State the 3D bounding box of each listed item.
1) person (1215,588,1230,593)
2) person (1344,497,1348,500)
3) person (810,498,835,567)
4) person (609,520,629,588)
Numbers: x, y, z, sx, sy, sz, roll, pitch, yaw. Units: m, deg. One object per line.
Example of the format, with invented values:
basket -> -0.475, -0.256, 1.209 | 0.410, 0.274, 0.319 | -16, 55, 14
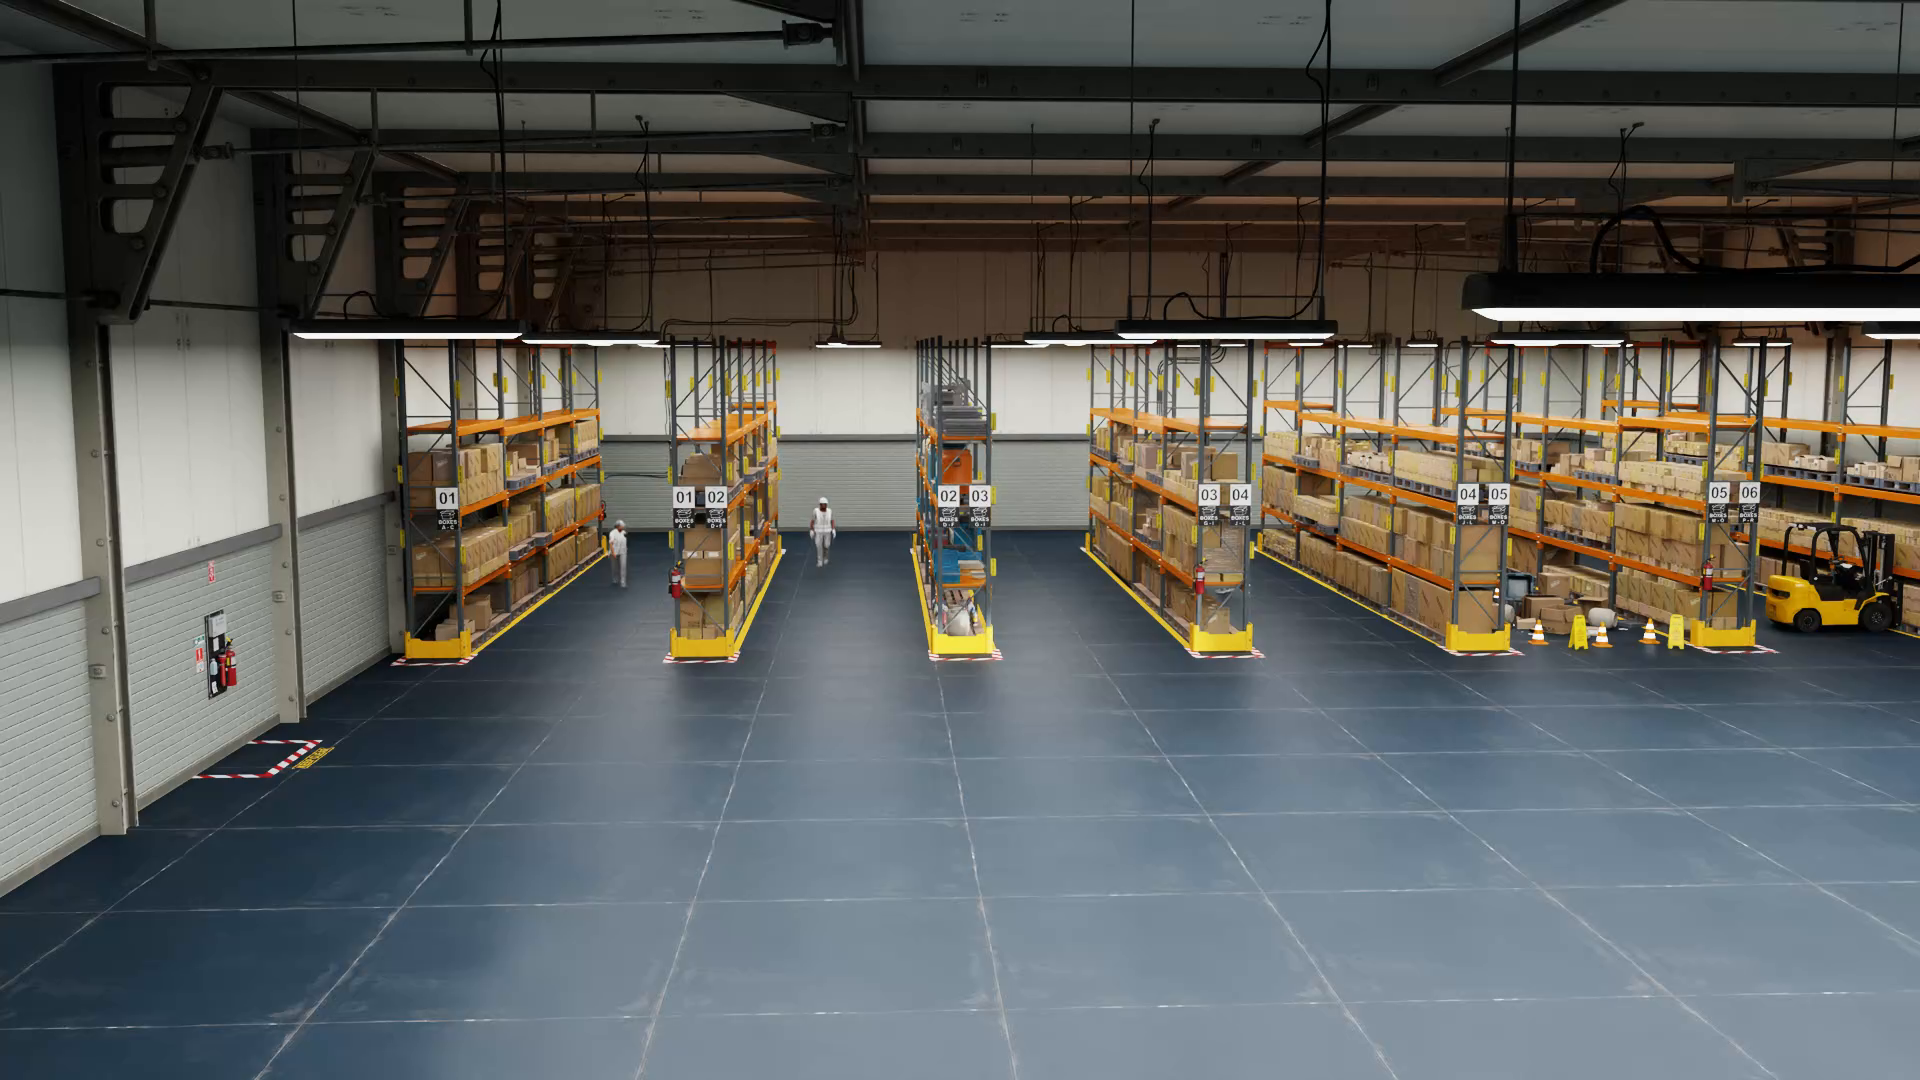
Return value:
person -> 6.249, 0.466, 39.346 | 0.404, 1.600, 0.475 | 1, 7, 9
person -> 10.769, -0.370, 46.309 | 0.359, 1.680, 0.454 | 2, 7, 17
person -> -3.468, -0.202, 41.986 | 0.648, 1.730, 1.031 | -1, 7, -5
person -> -8.293, 0.325, 40.463 | 0.470, 1.618, 0.940 | -1, 7, -12
